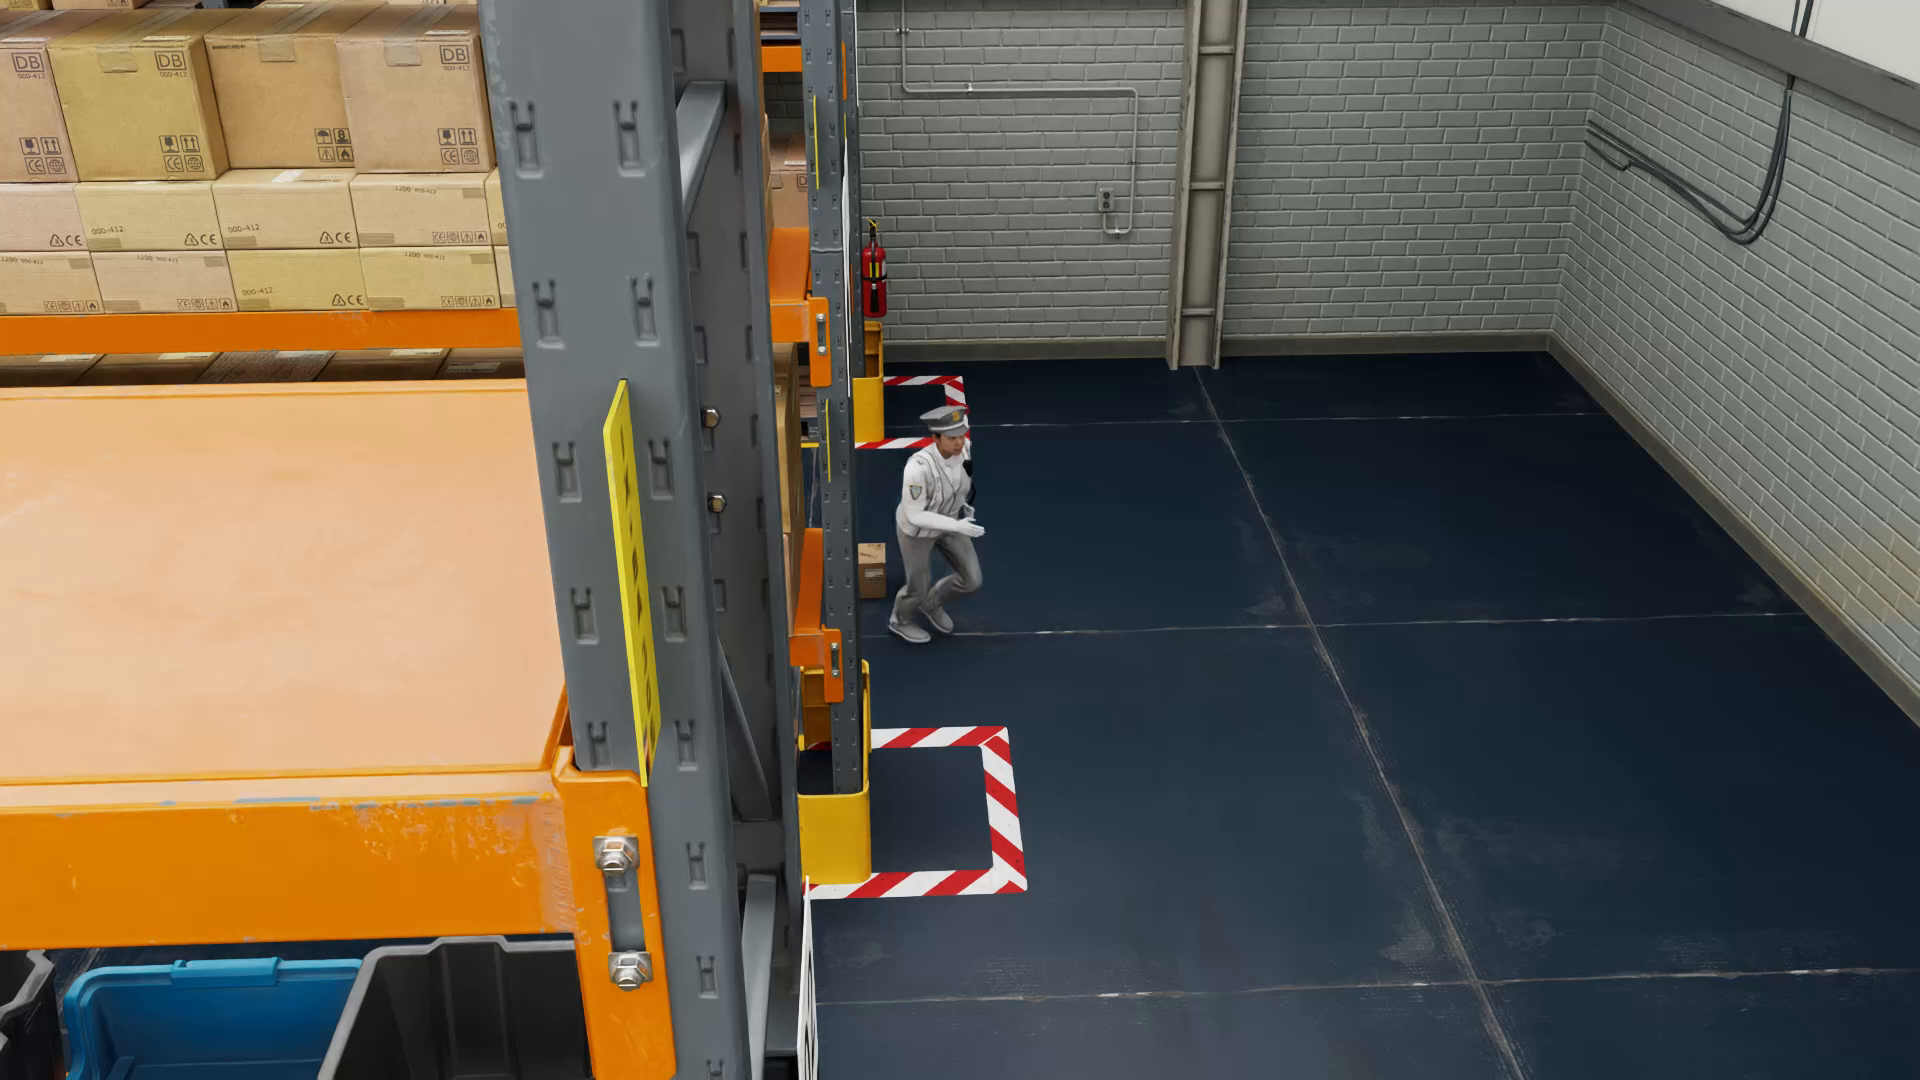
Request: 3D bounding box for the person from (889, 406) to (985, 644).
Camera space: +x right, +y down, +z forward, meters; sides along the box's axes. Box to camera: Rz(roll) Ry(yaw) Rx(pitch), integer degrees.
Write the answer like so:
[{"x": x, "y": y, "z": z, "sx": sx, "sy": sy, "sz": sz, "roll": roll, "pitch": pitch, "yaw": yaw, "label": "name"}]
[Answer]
[{"x": -0.112, "y": -0.061, "z": 9.154, "sx": 0.612, "sy": 1.581, "sz": 0.789, "roll": -23, "pitch": 35, "yaw": -36, "label": "person"}]
